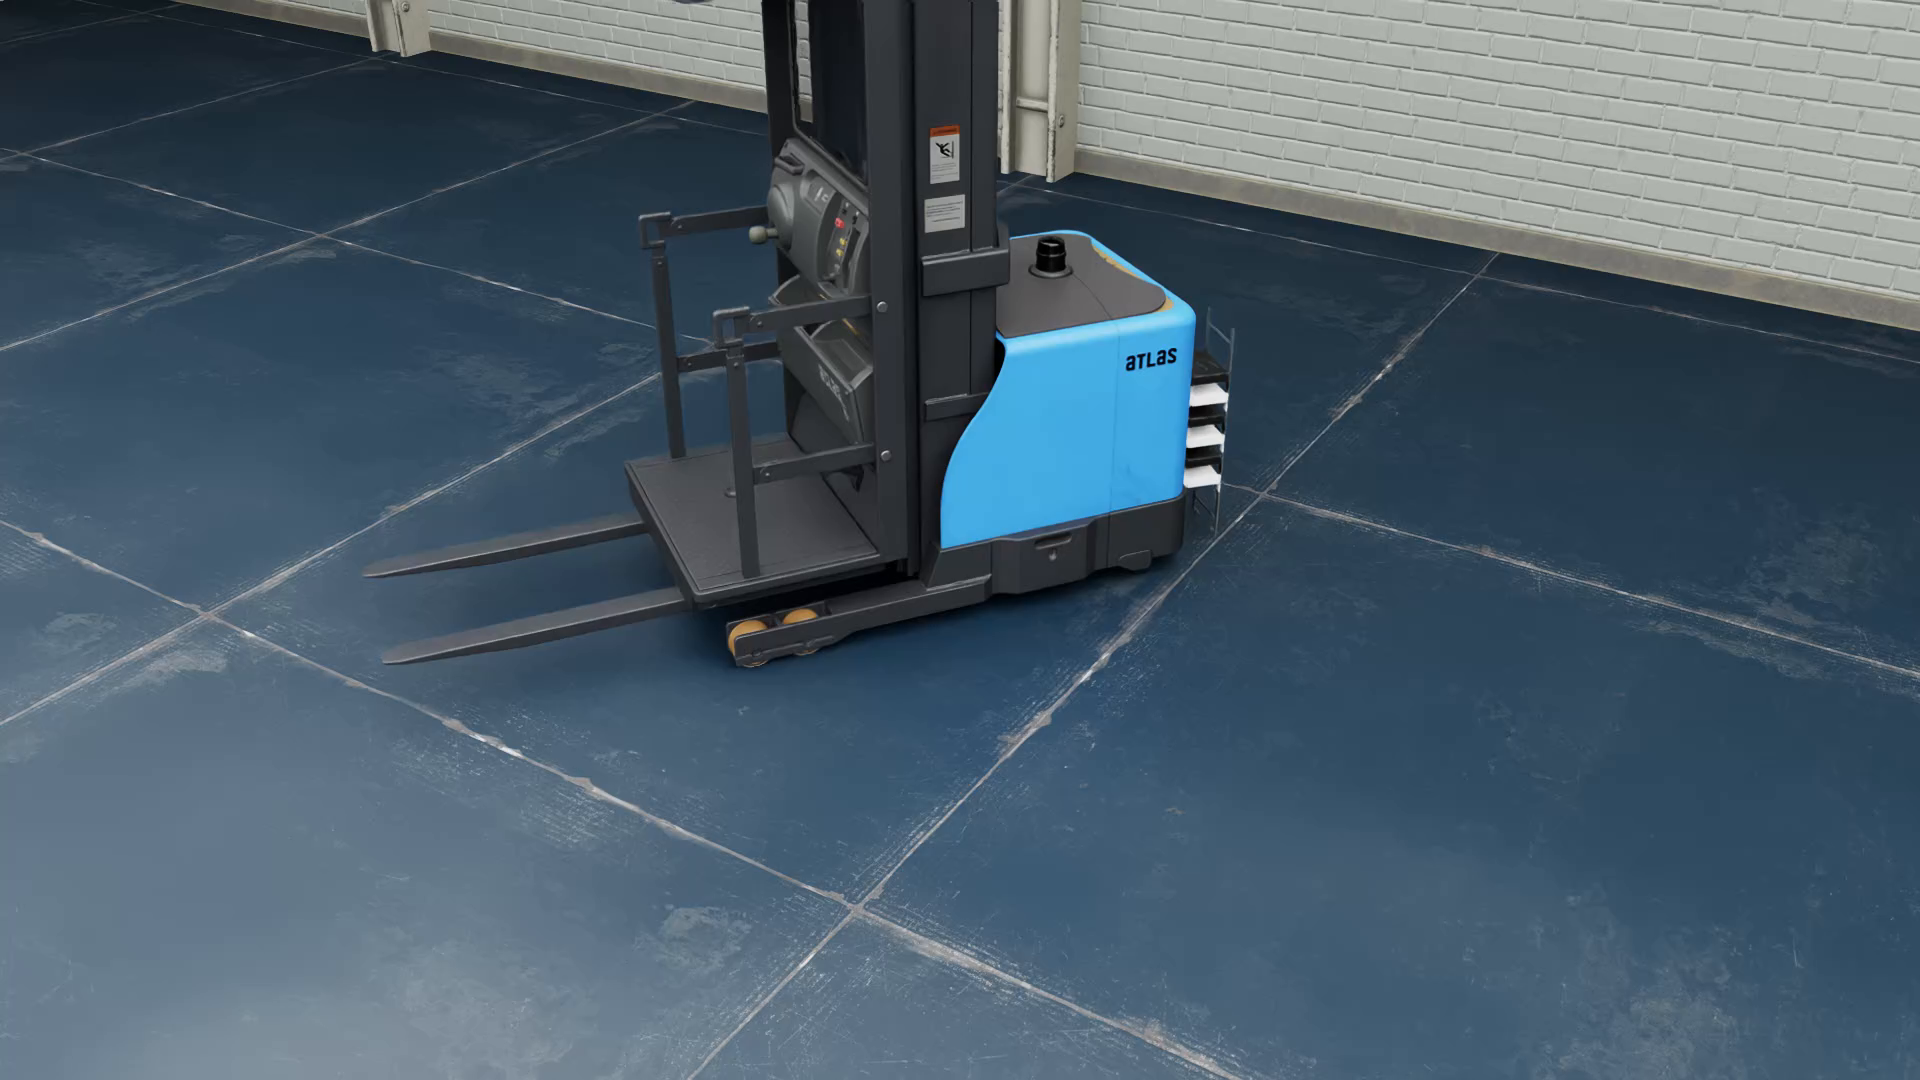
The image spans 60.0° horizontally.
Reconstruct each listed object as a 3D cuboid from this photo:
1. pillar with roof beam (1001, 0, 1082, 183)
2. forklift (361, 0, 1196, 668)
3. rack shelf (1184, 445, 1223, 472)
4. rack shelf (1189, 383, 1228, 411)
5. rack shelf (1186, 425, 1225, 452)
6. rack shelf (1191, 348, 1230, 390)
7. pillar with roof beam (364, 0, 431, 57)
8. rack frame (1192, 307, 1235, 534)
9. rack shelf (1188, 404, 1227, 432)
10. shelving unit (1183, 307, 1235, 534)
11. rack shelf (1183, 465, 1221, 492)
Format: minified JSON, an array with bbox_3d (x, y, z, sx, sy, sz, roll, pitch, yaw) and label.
[{"bbox_3d":[-1.776,-4.464,5.472,0.400,9.000,9.100,18,35,27],"label":"pillar with roof beam"},{"bbox_3d":[-0.683,-1.112,5.747,3.031,2.935,1.130,-12,32,-20],"label":"forklift"},{"bbox_3d":[0.913,-0.349,6.700,0.200,0.077,0.258,-8,31,-14],"label":"rack shelf"},{"bbox_3d":[0.913,-0.582,6.564,0.200,0.077,0.258,-8,31,-14],"label":"rack shelf"},{"bbox_3d":[0.913,-0.427,6.655,0.200,0.077,0.258,-8,31,-14],"label":"rack shelf"},{"bbox_3d":[0.913,-0.660,6.519,0.200,0.077,0.258,-8,31,-14],"label":"rack shelf"},{"bbox_3d":[-6.858,-6.071,8.227,0.400,9.000,9.100,18,35,27],"label":"pillar with roof beam"},{"bbox_3d":[1.011,-0.470,6.663,0.006,0.900,0.240,-8,31,-14],"label":"rack frame"},{"bbox_3d":[0.913,-0.505,6.609,0.200,0.077,0.258,-8,31,-14],"label":"rack shelf"},{"bbox_3d":[0.913,-0.456,6.638,0.210,0.900,0.258,-8,31,-14],"label":"shelving unit"},{"bbox_3d":[0.913,-0.271,6.745,0.200,0.077,0.258,-8,31,-14],"label":"rack shelf"}]
